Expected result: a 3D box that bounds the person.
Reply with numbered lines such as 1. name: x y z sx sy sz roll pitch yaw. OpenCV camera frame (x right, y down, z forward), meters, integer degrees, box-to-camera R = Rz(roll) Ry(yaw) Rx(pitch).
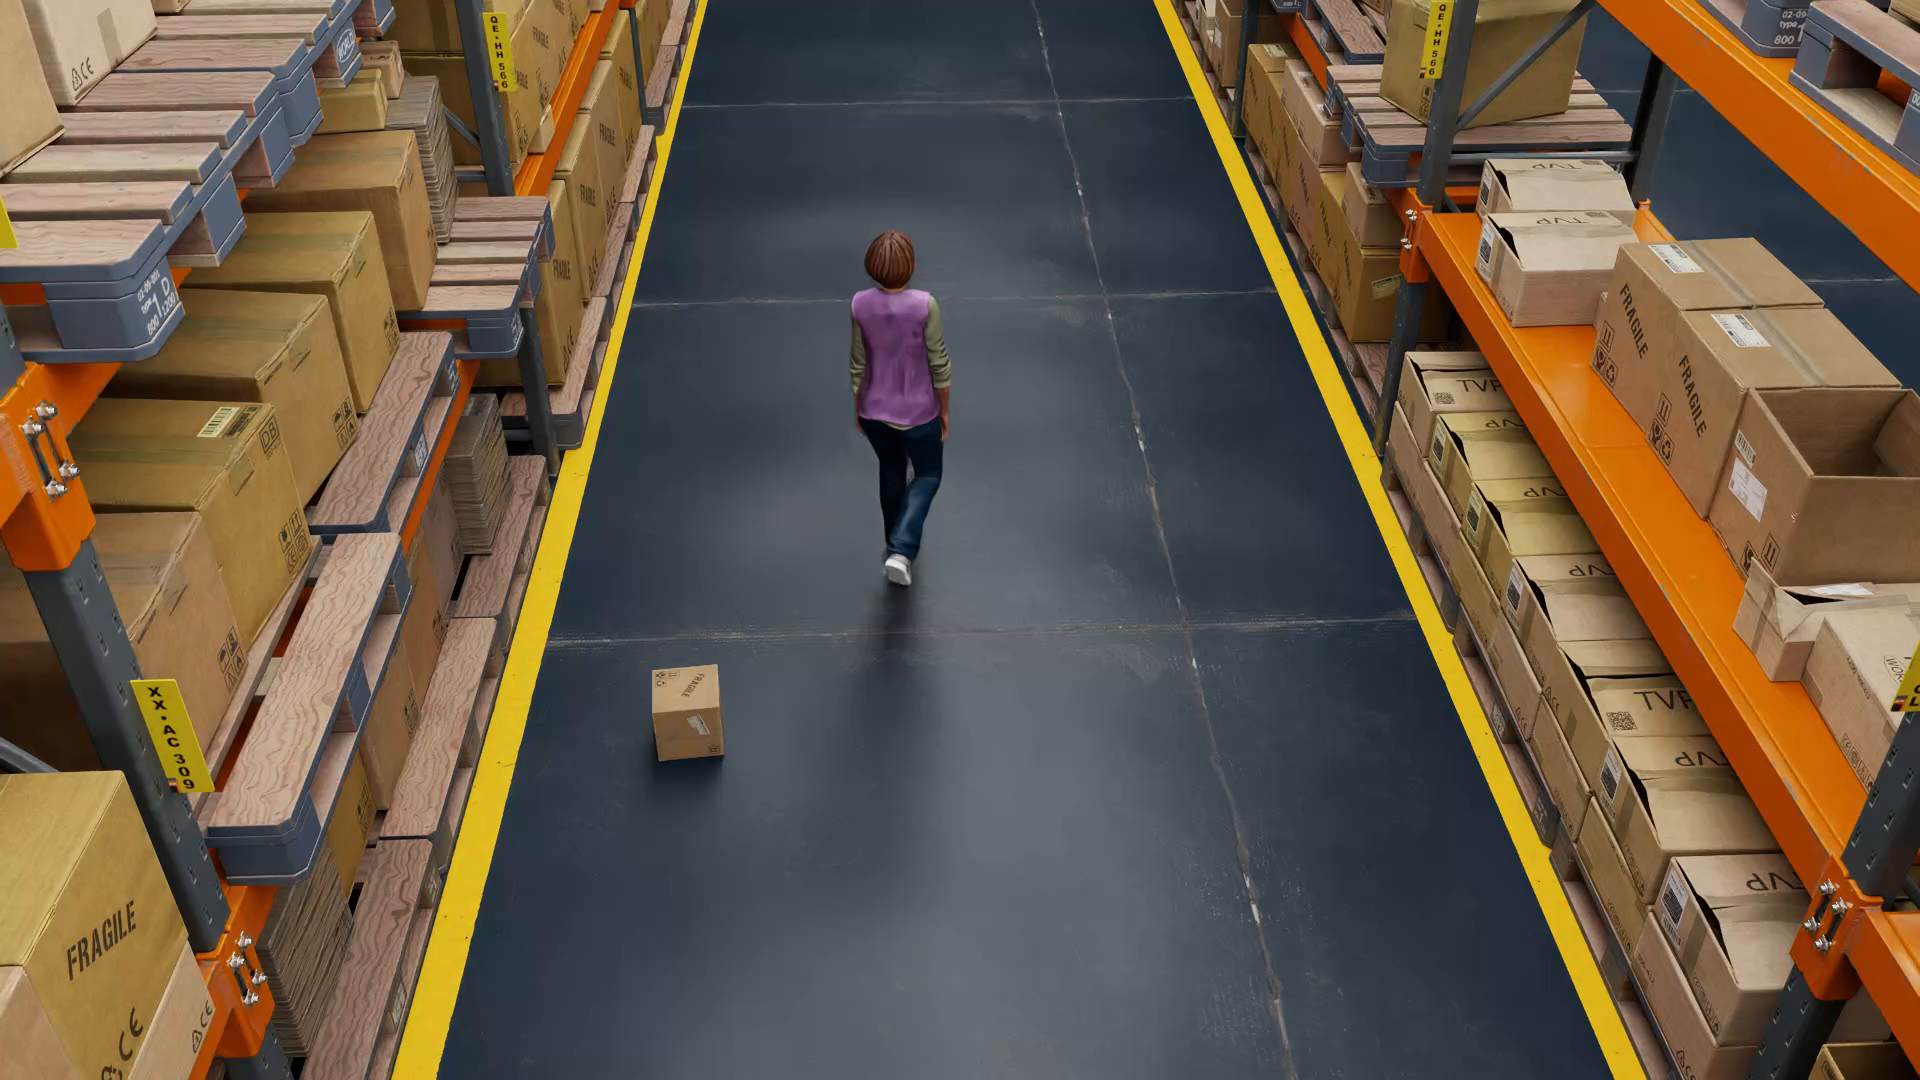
1. person: -0.256 -0.495 6.813 0.424 1.578 0.660 7 36 10
